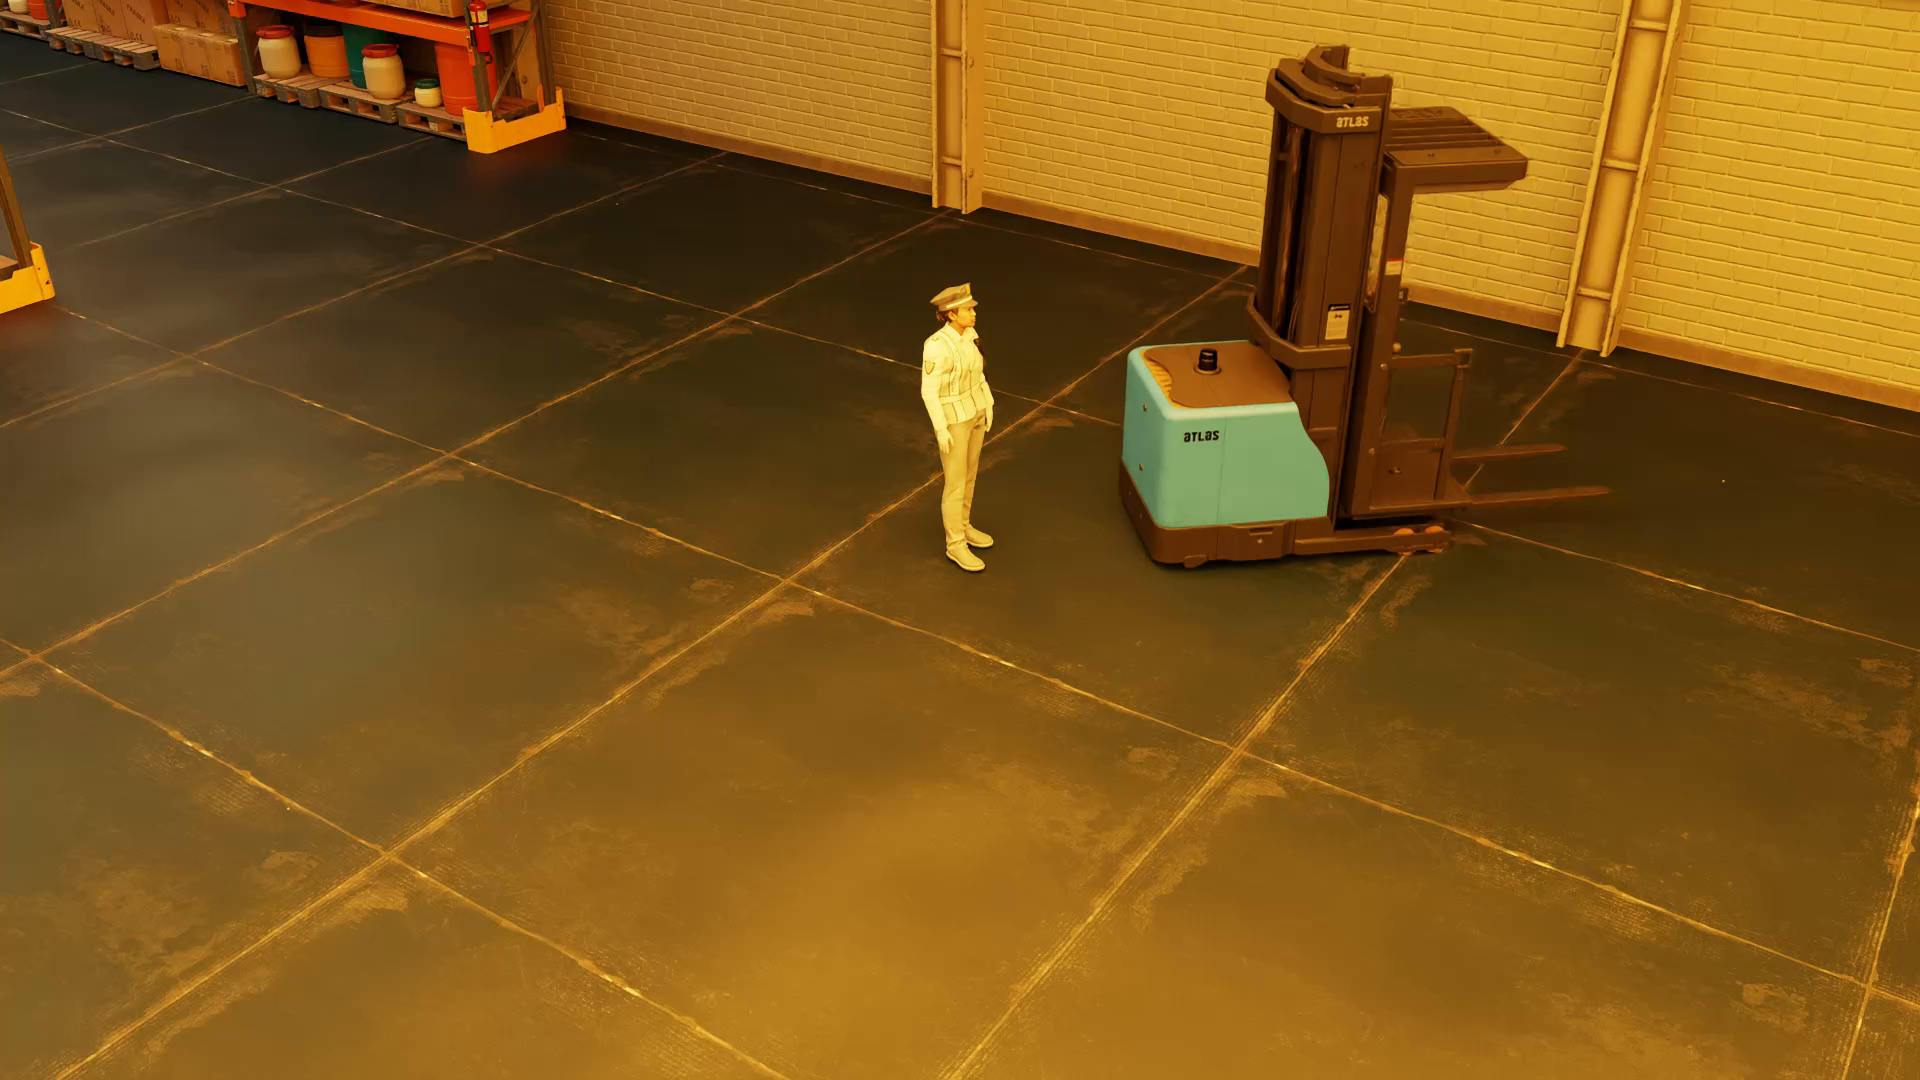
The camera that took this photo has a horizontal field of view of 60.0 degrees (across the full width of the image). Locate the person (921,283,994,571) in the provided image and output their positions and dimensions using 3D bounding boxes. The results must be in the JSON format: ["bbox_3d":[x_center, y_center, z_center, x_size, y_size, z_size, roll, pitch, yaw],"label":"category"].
[{"bbox_3d":[0.053,-0.717,10.033,0.532,1.694,0.586,19,35,29],"label":"person"}]

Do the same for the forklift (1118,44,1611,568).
[{"bbox_3d":[2.602,-1.430,10.044,3.031,2.935,1.130,-4,30,-8],"label":"forklift"}]
